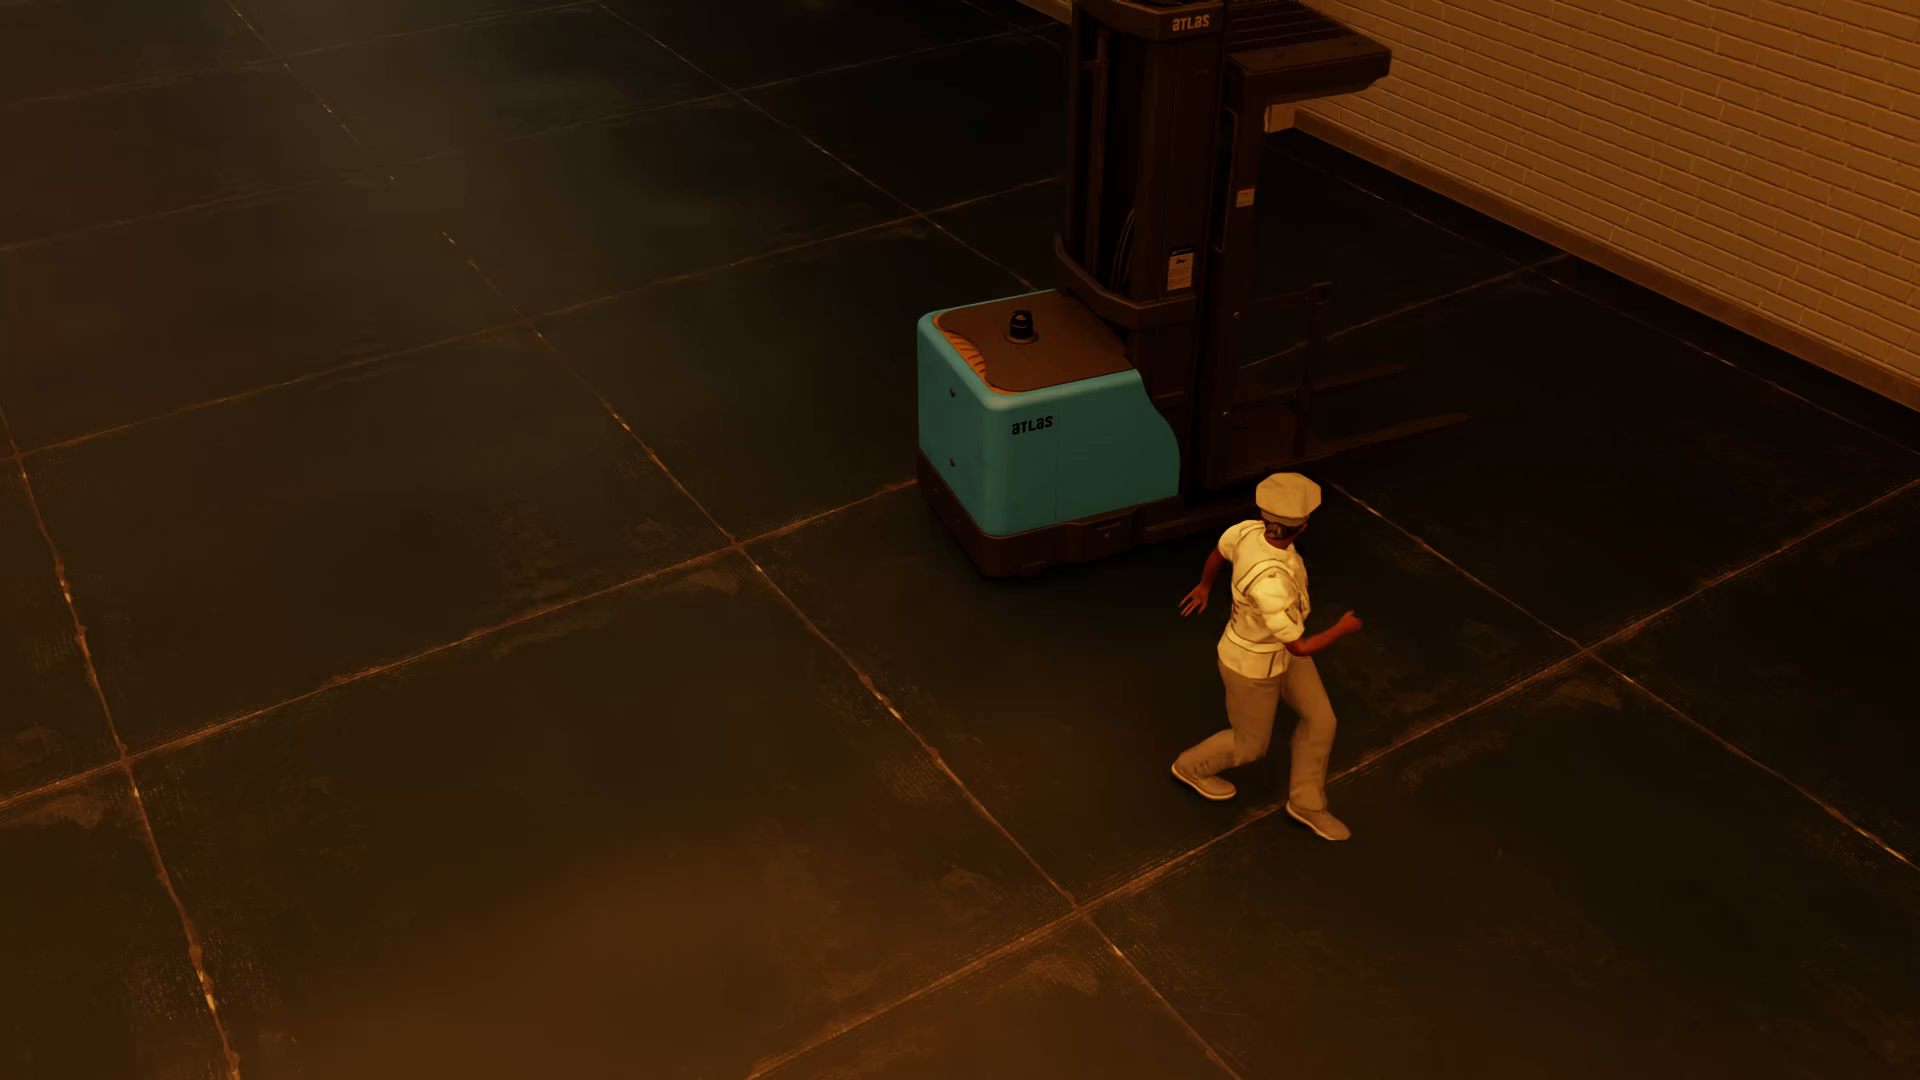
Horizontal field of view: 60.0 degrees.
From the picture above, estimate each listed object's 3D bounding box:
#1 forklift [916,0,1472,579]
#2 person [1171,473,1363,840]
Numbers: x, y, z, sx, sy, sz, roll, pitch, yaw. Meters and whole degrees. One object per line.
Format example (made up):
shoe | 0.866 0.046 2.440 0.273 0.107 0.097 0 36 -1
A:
forklift | 1.334 -1.545 8.346 3.031 2.935 1.130 -13 37 -18
person | 1.241 0.478 6.668 0.893 1.617 0.478 17 38 22
